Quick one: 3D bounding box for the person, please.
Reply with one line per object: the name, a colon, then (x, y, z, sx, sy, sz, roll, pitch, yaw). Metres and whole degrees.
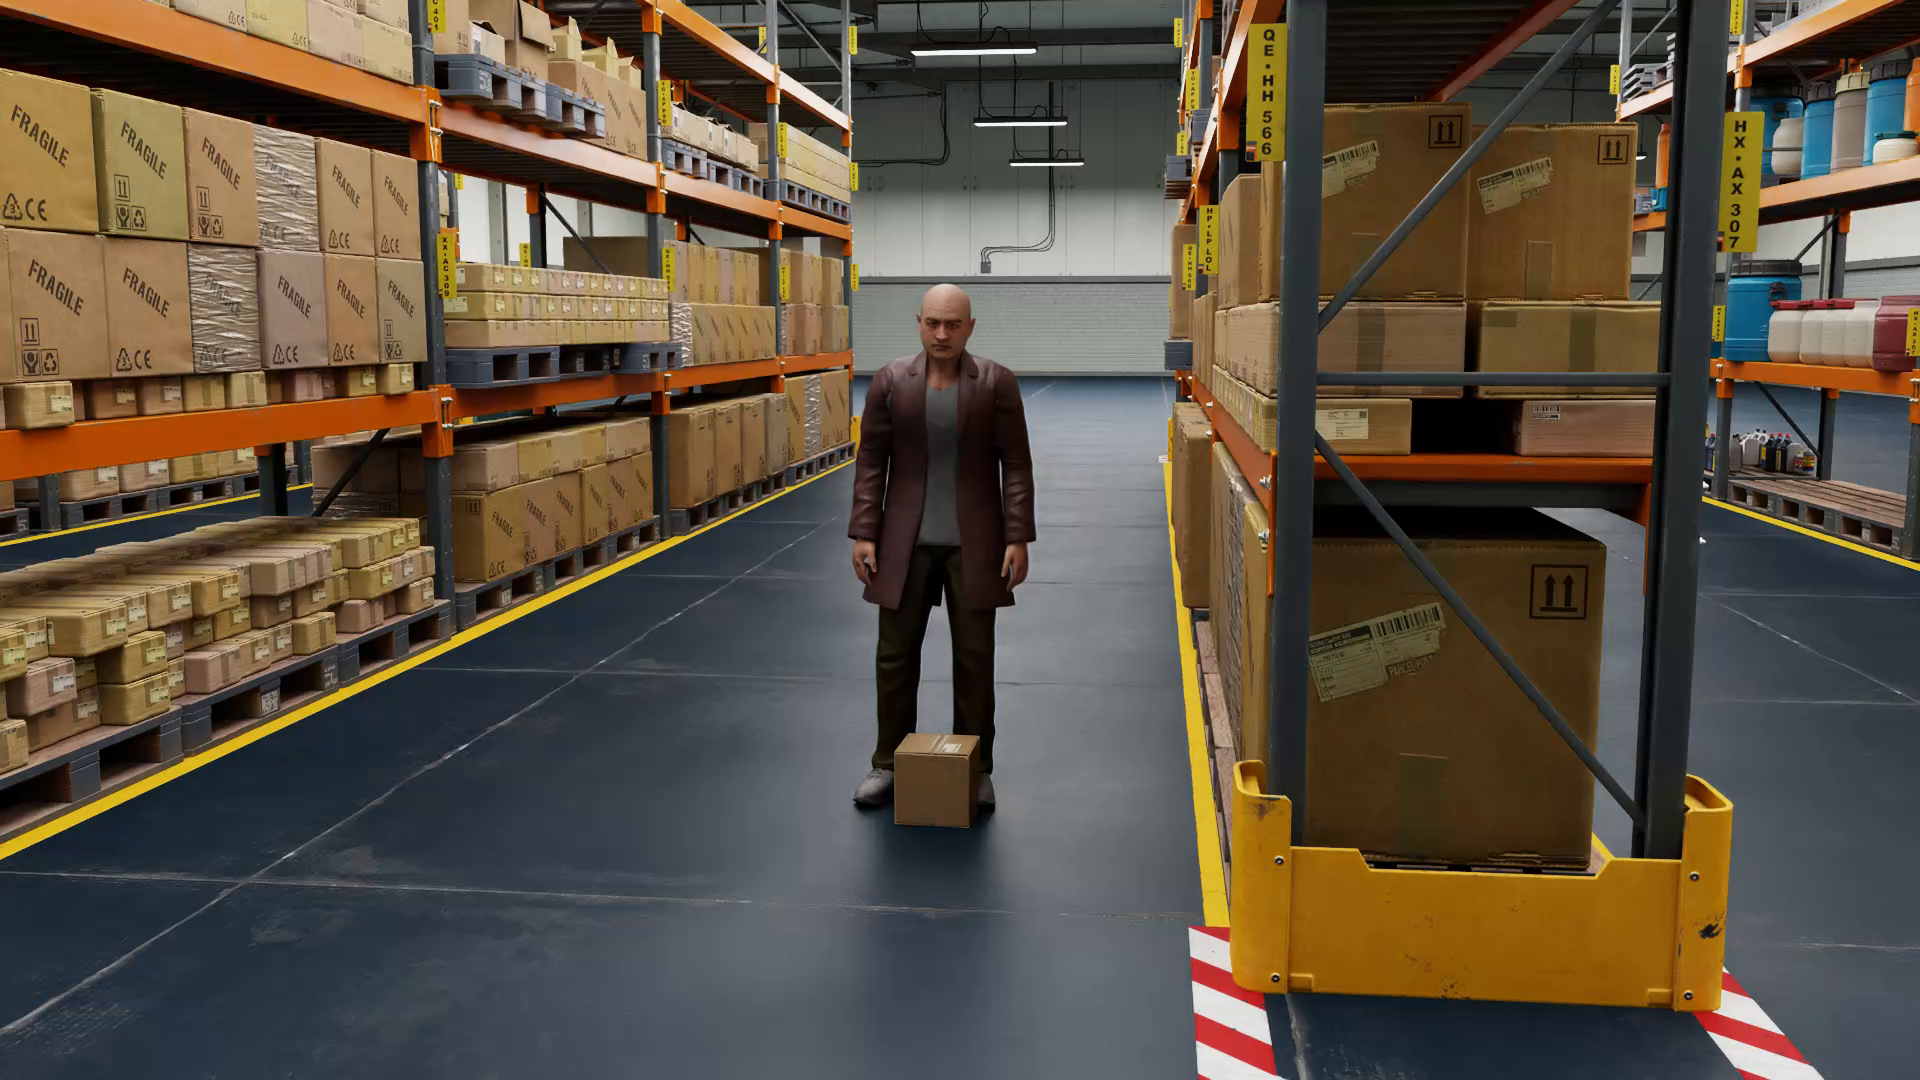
person: (-0.063, 0.016, 5.718, 0.651, 1.774, 0.420, 1, 7, 5)
